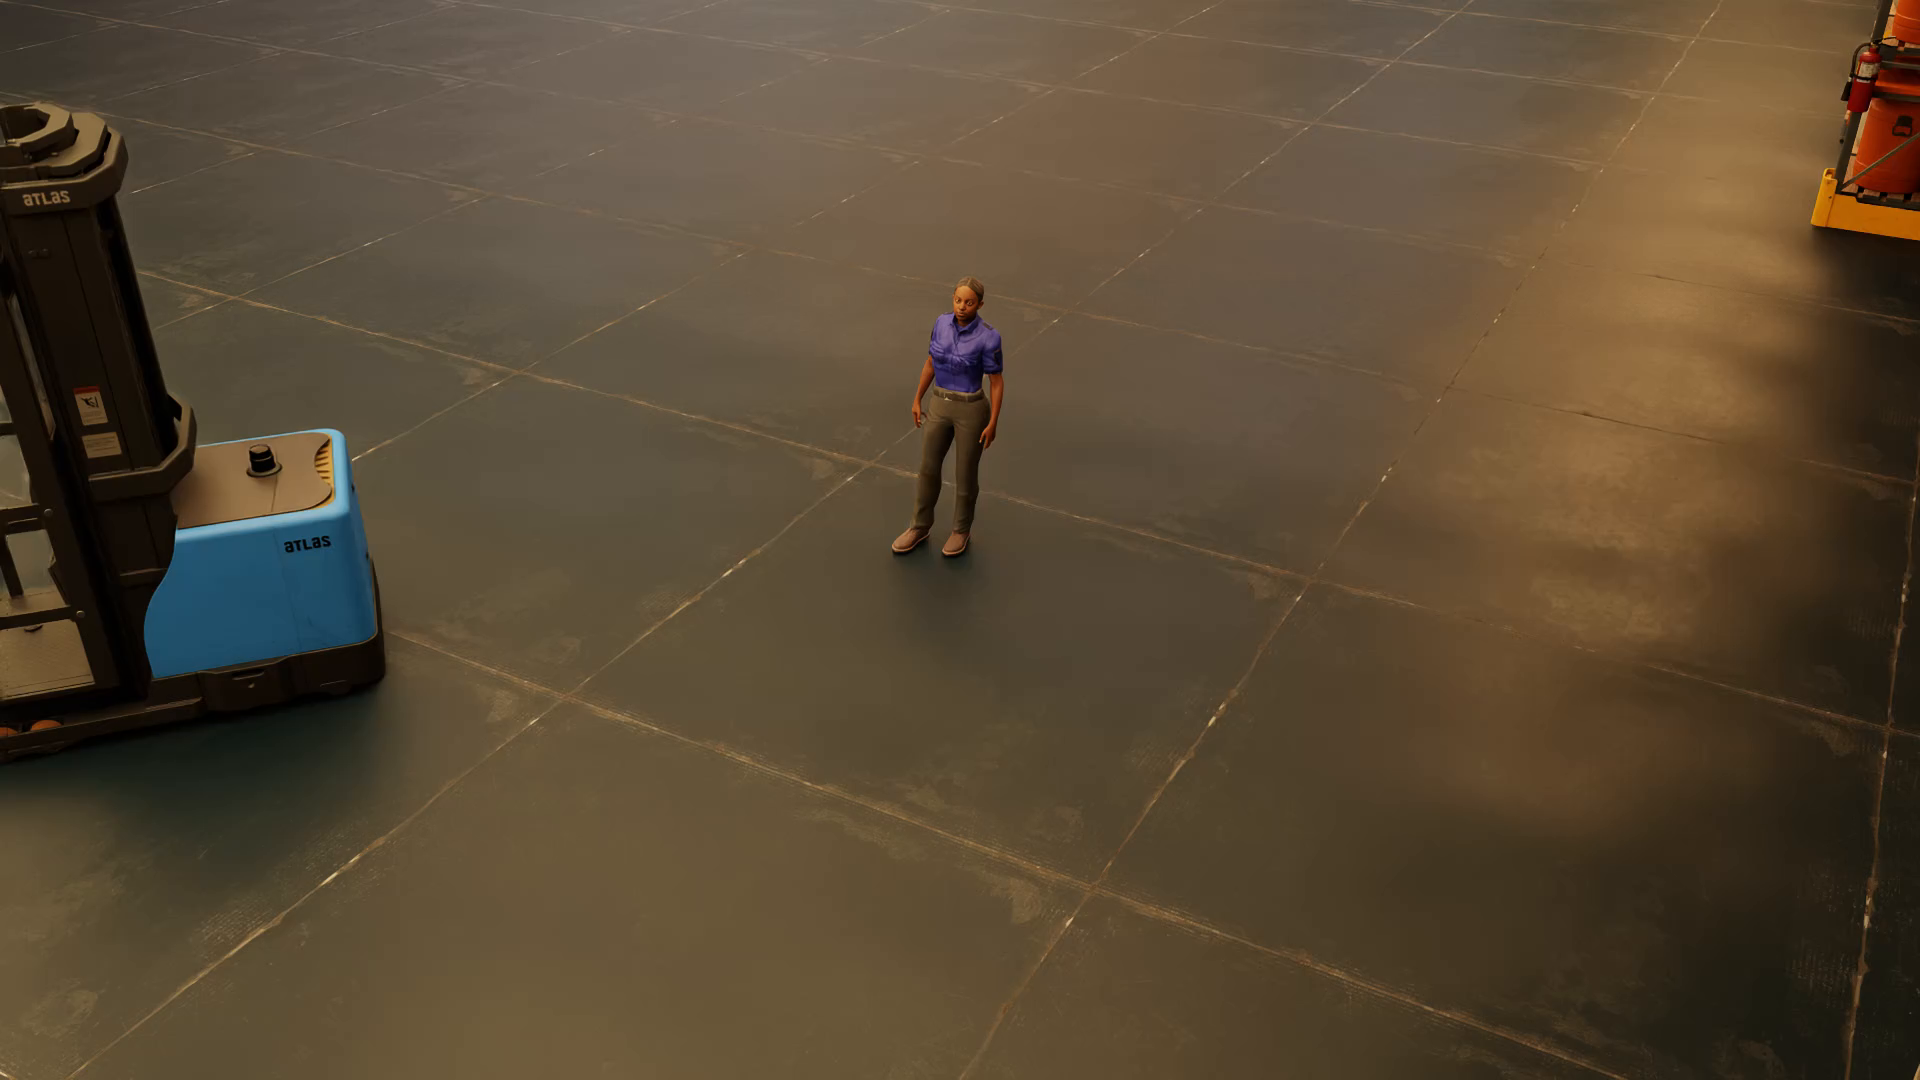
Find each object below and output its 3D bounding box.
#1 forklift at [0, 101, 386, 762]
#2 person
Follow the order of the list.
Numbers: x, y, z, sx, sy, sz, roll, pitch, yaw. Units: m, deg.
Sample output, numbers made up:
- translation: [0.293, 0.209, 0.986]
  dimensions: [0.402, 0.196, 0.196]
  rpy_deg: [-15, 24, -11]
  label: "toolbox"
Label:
- translation: [-4.569, -0.482, 7.906]
  dimensions: [3.031, 2.935, 1.130]
  rpy_deg: [-10, 31, -17]
  label: "forklift"
- translation: [-0.060, -0.689, 9.527]
  dimensions: [0.569, 1.656, 0.503]
  rpy_deg: [15, 33, 25]
  label: "person"
